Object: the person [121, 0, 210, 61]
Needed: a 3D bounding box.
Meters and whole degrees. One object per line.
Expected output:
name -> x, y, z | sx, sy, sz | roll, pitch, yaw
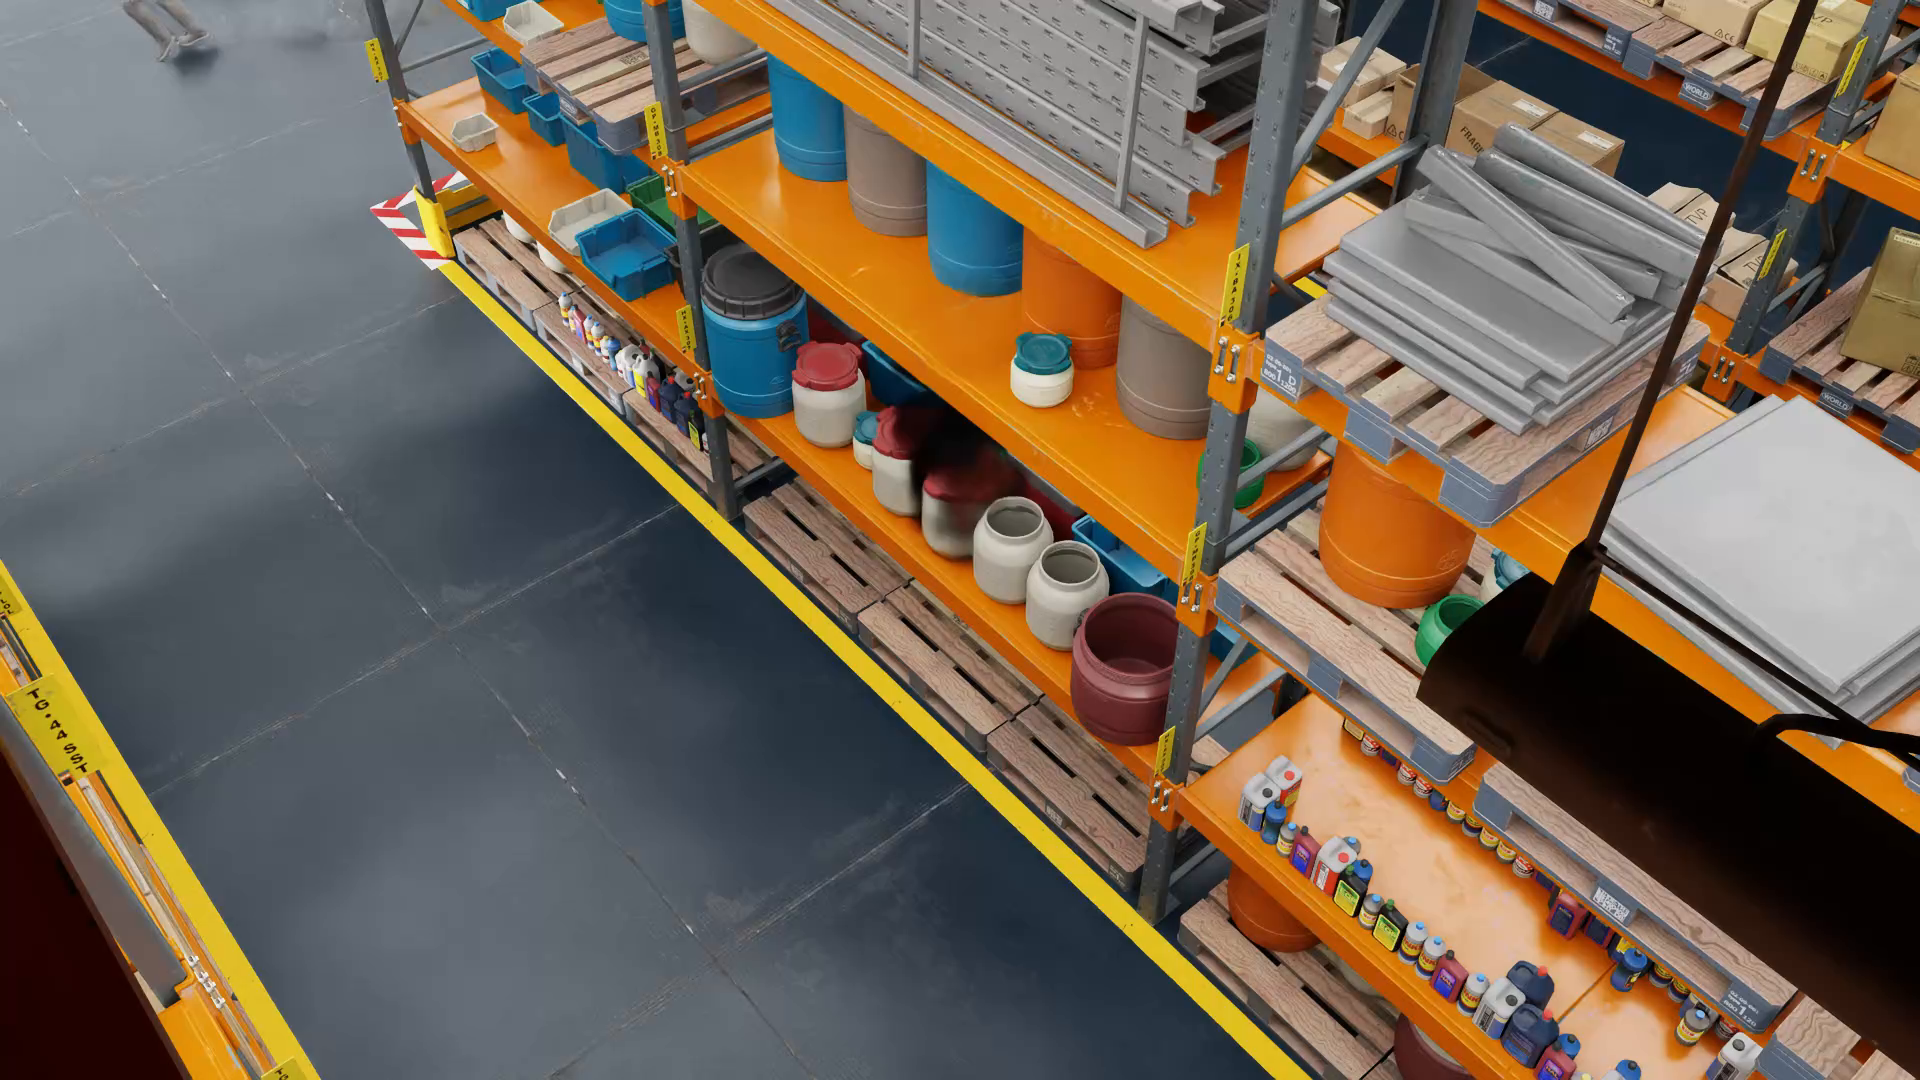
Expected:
person -> -7.196, -5.046, 14.618 | 0.681, 1.742, 0.553 | -11, 47, -10
